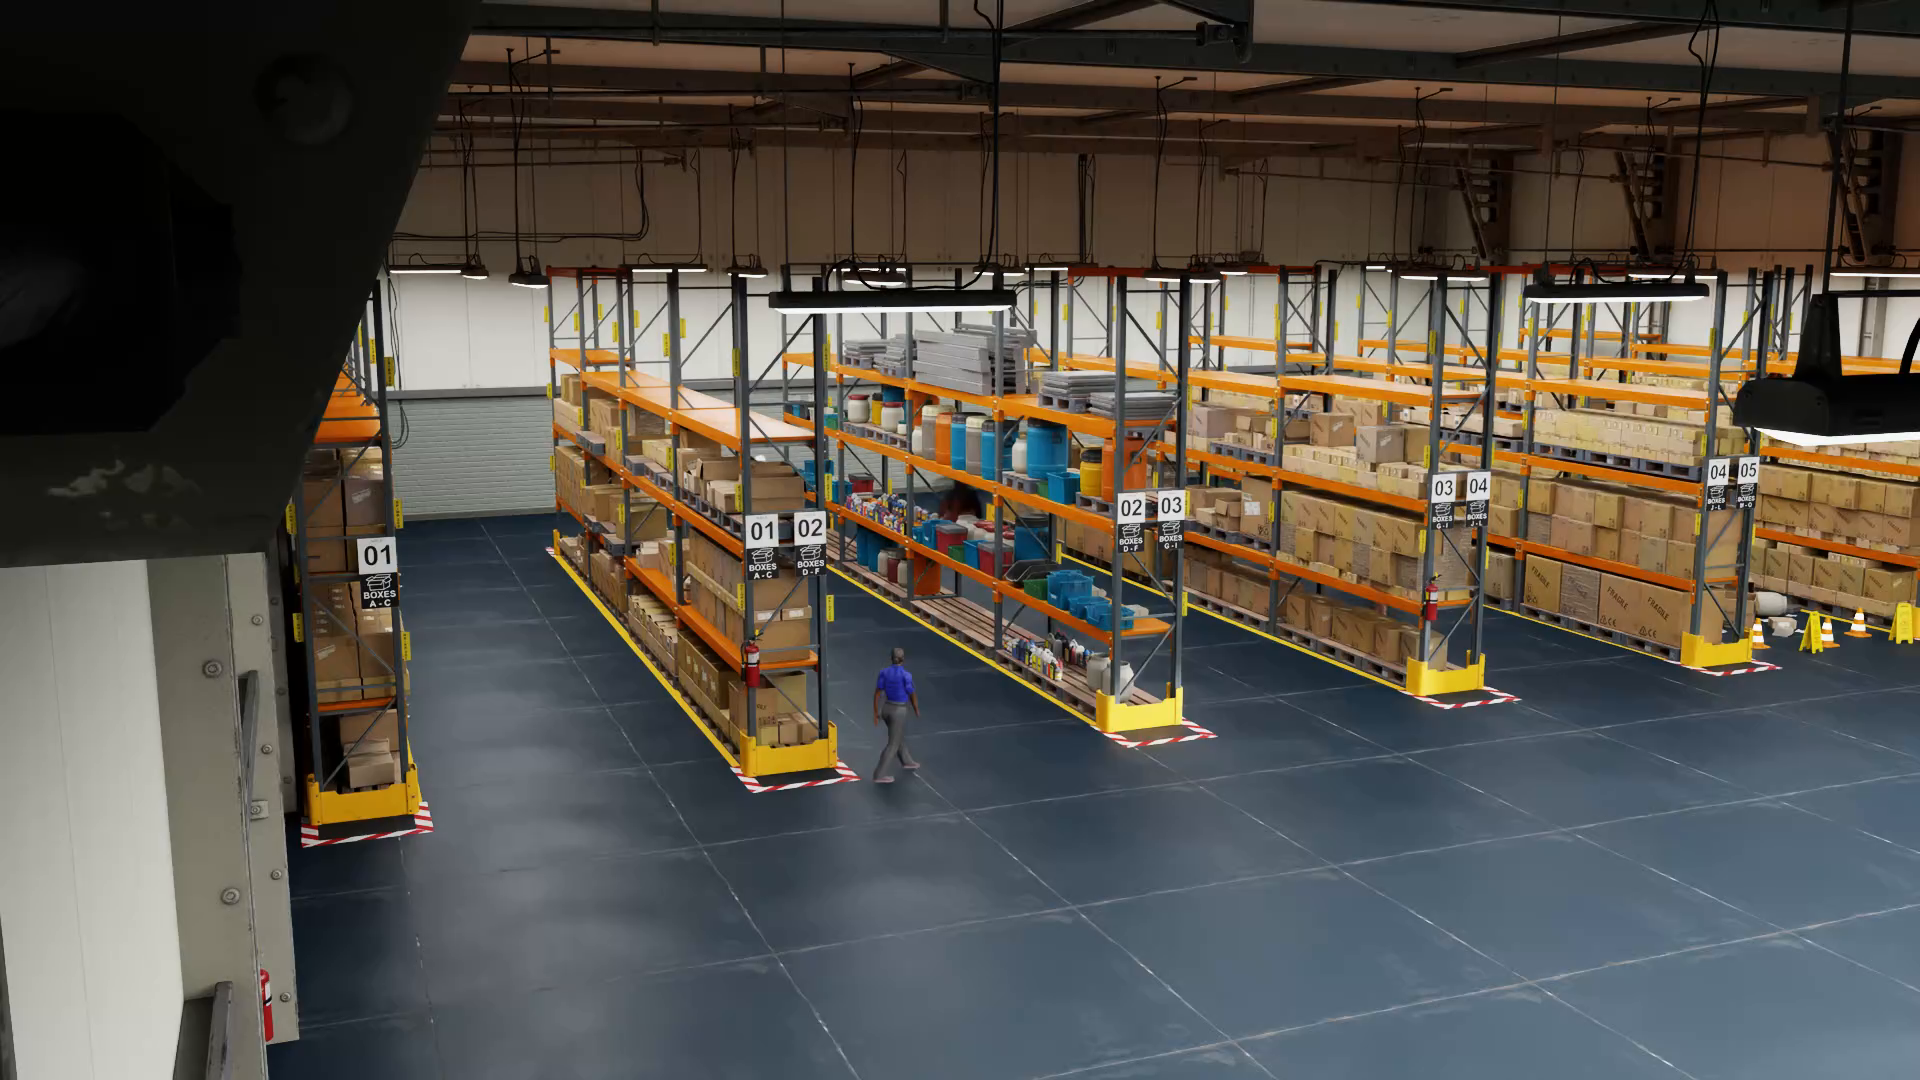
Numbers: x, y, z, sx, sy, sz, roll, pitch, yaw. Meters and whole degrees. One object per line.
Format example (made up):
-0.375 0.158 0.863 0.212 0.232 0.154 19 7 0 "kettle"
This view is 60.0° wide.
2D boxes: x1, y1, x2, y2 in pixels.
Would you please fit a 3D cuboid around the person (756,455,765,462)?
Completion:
-4.528 -1.052 37.615 0.585 1.756 0.817 1 10 6 "person"

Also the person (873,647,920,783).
-0.726 2.077 20.031 0.929 1.618 0.443 -10 14 -44 "person"

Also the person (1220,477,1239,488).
7.109 -2.237 44.356 0.659 1.748 0.914 7 12 34 "person"

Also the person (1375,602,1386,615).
7.281 0.558 28.722 0.378 1.670 0.461 1 10 4 "person"
